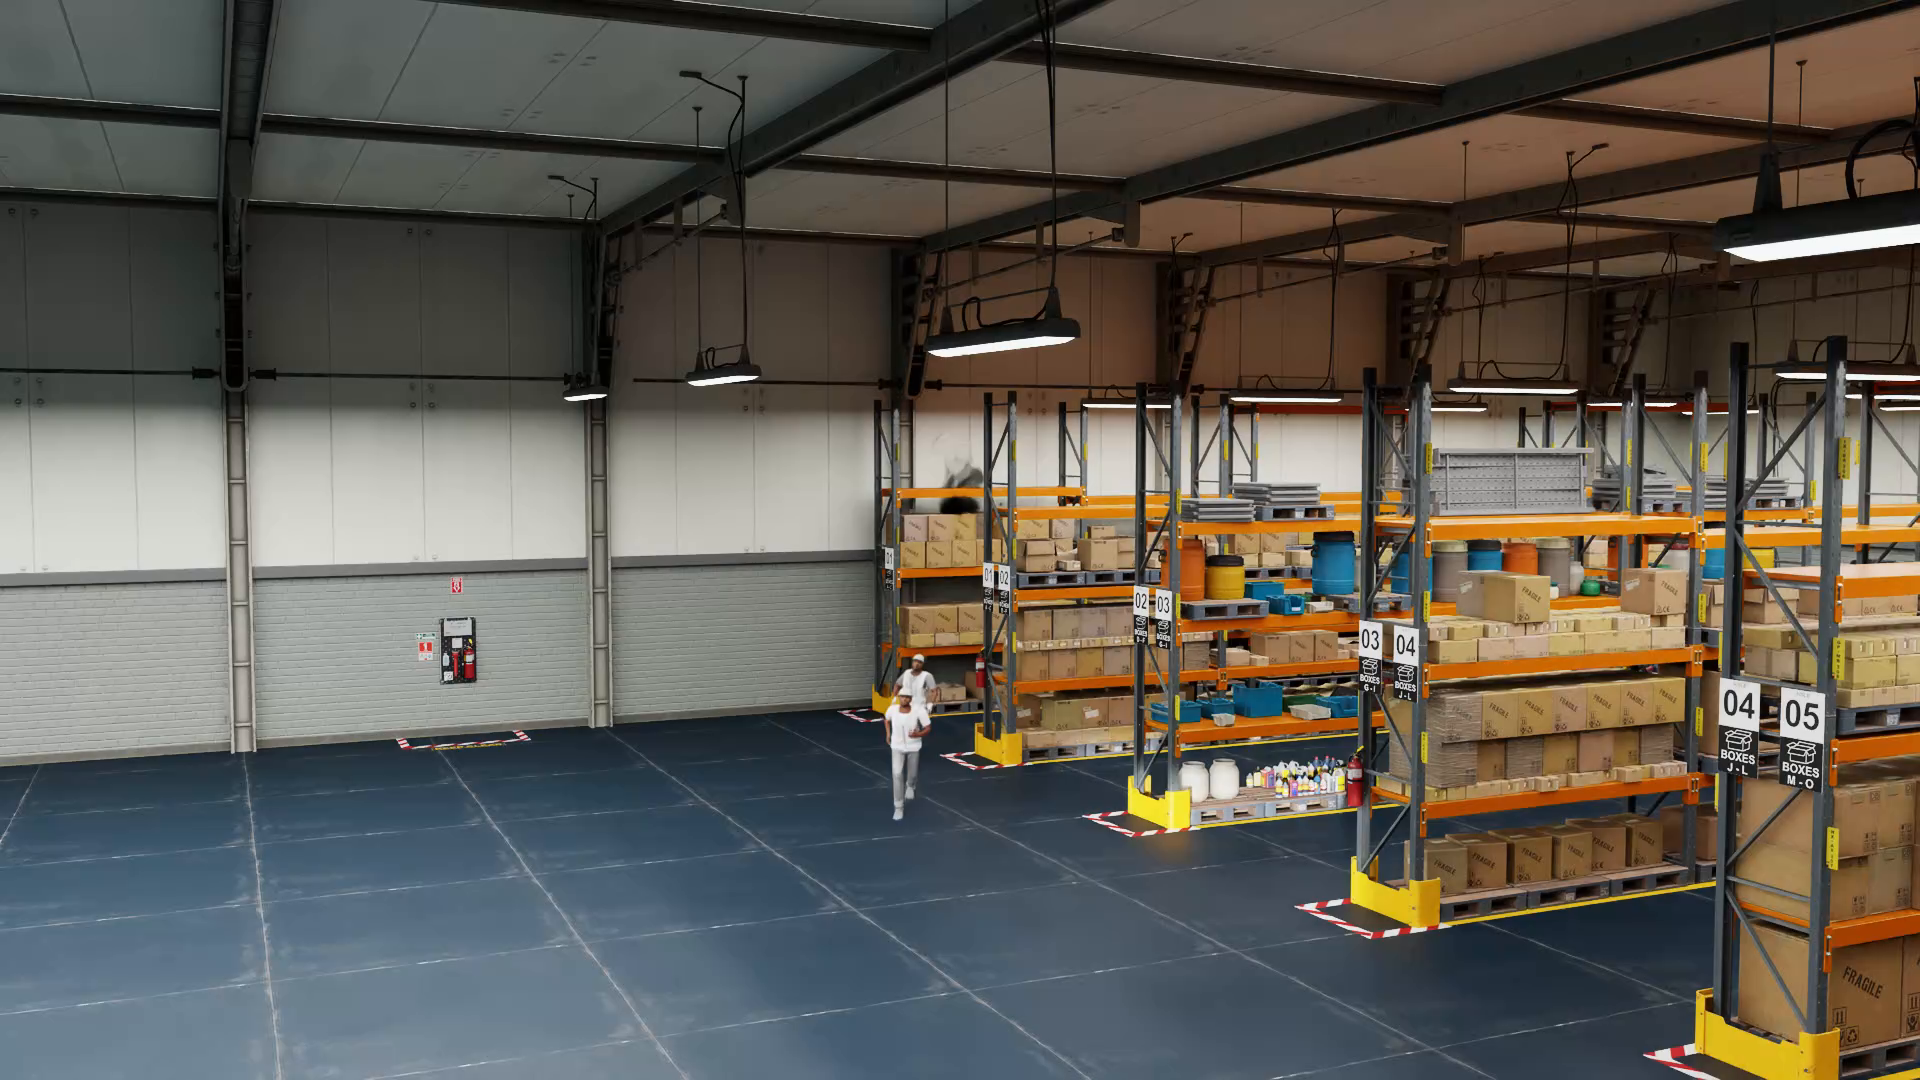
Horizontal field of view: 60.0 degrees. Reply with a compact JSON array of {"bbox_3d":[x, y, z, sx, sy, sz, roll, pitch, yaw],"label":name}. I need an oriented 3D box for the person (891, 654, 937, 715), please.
[{"bbox_3d":[-0.797,2.734,27.143,0.744,1.714,0.527,2,4,27],"label":"person"}]

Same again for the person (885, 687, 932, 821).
[{"bbox_3d":[-0.726,2.937,23.251,0.661,1.800,1.088,0,3,-1],"label":"person"}]
